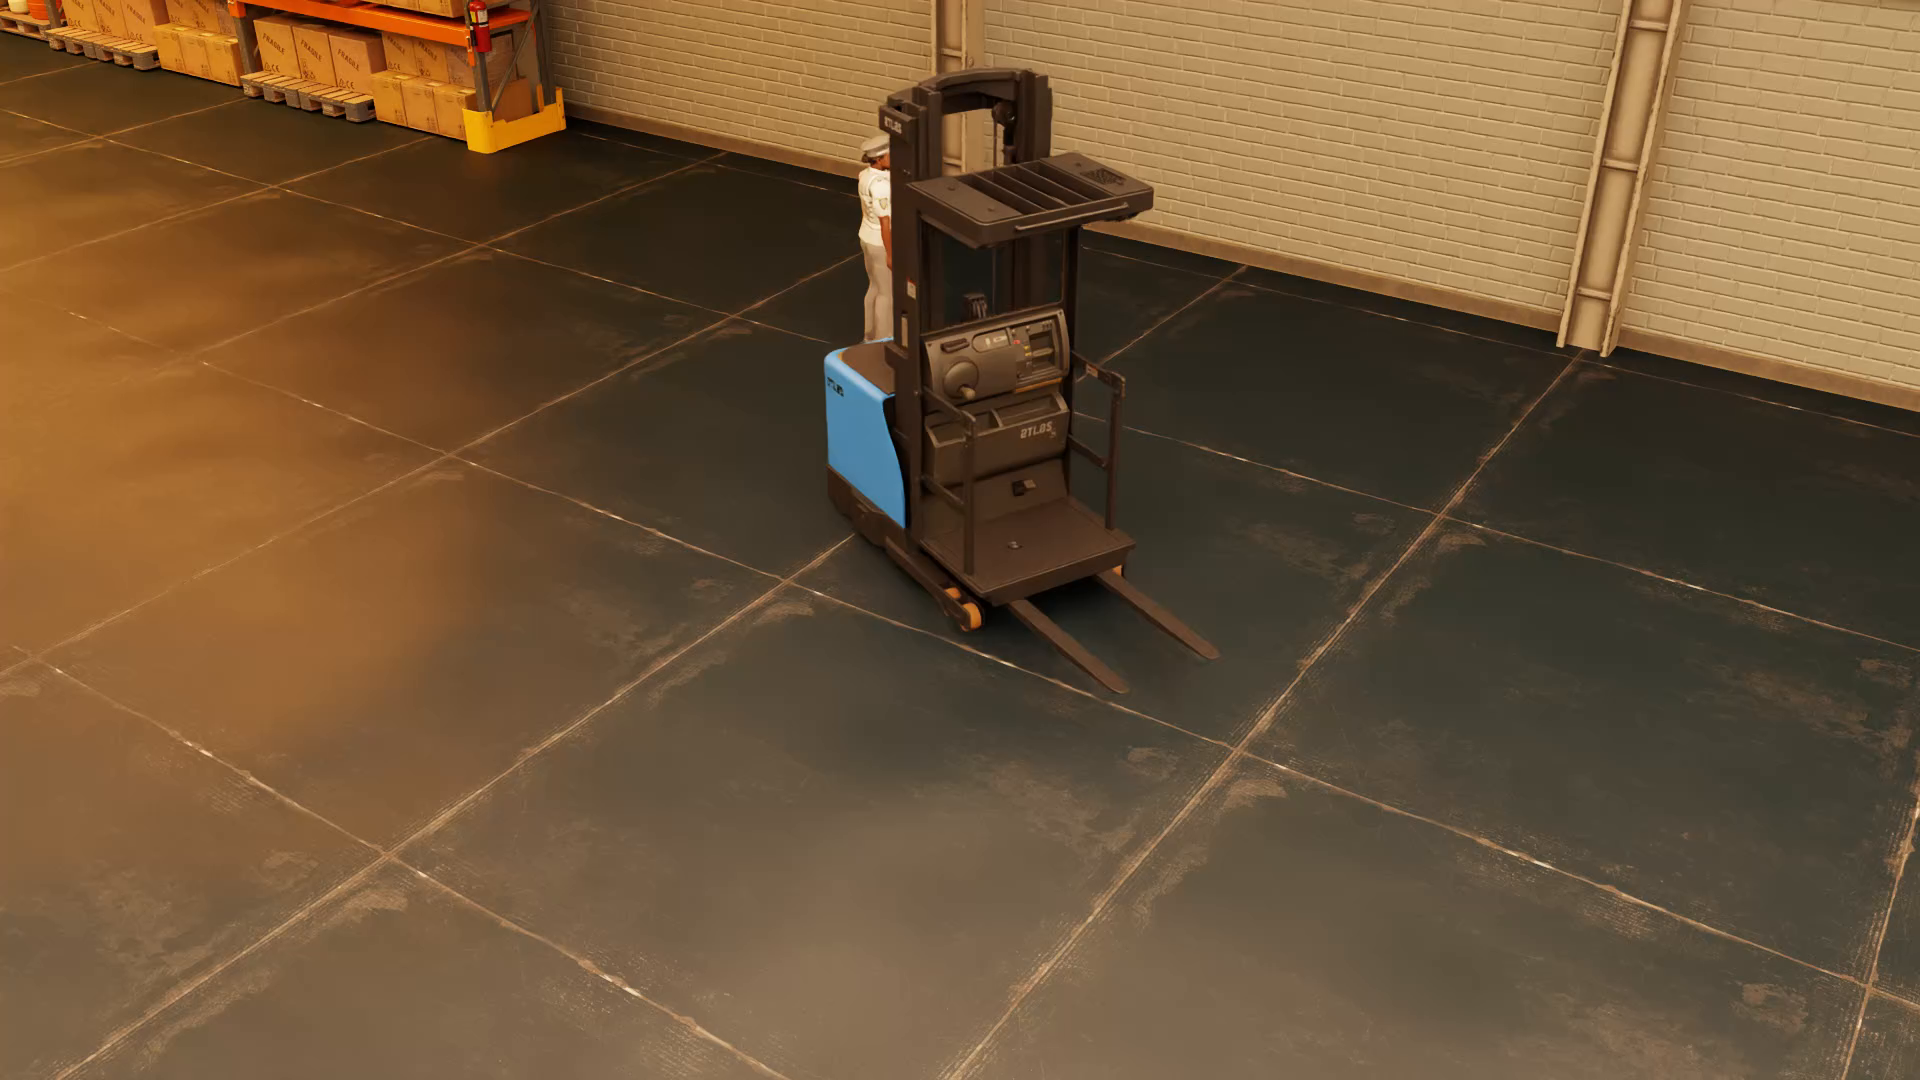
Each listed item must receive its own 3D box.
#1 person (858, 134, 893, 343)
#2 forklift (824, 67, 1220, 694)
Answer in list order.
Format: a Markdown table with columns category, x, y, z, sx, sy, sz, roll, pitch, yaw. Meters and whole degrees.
| category | x | y | z | sx | sy | sz | roll | pitch | yaw |
| --- | --- | --- | --- | --- | --- | --- | --- | --- | --- |
| person | -0.589 | -2.269 | 12.731 | 0.345 | 1.689 | 0.462 | -11 | 32 | -18 |
| forklift | 0.331 | -1.007 | 9.316 | 1.130 | 2.935 | 3.031 | -17 | 34 | -27 |
